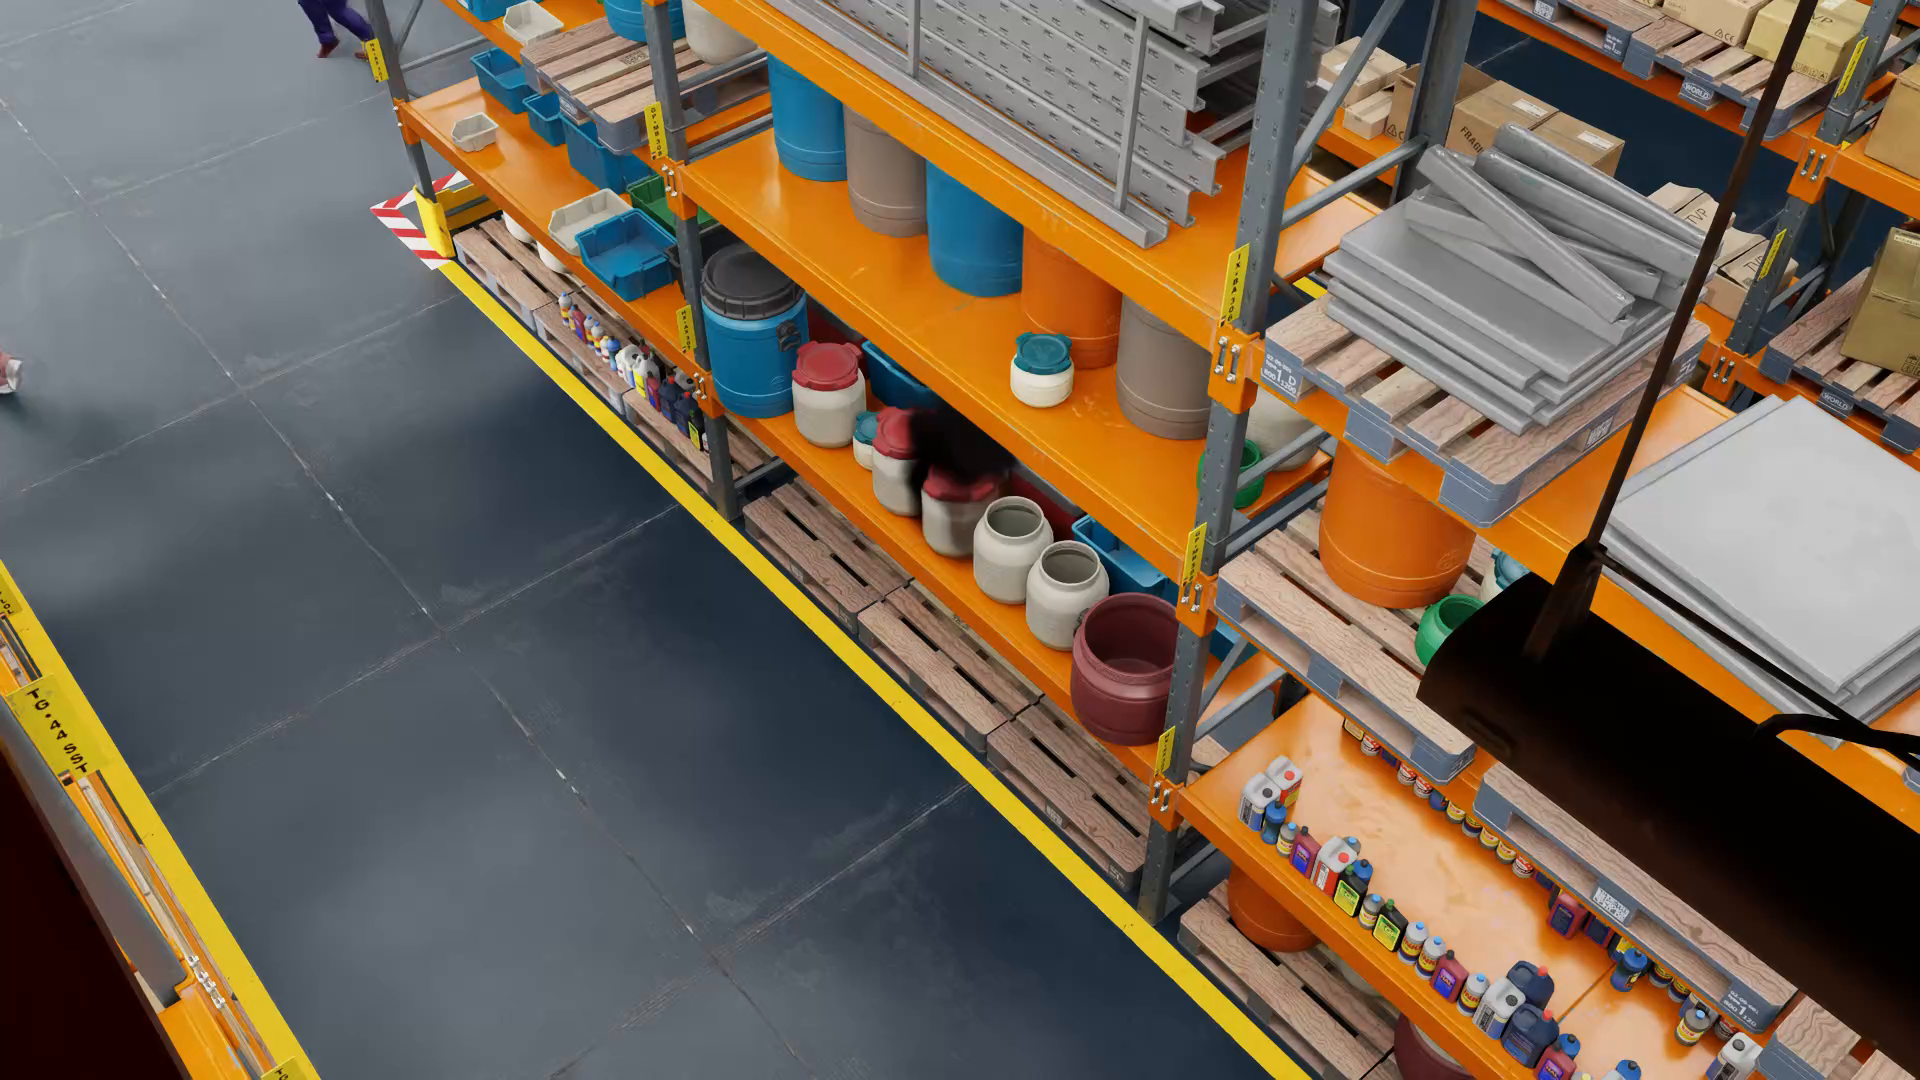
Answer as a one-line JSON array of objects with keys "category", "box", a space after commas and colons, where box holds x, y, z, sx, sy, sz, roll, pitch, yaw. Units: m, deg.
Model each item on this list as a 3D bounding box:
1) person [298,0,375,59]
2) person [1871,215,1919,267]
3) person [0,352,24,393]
[{"category": "person", "box": [-5.581, -4.955, 14.581, 0.705, 1.715, 0.614, -12, 48, -11]}, {"category": "person", "box": [7.019, -2.252, 11.932, 0.791, 1.733, 0.714, 33, 55, 27]}, {"category": "person", "box": [-6.877, -1.641, 11.427, 0.585, 1.632, 0.601, 7, 47, 6]}]
